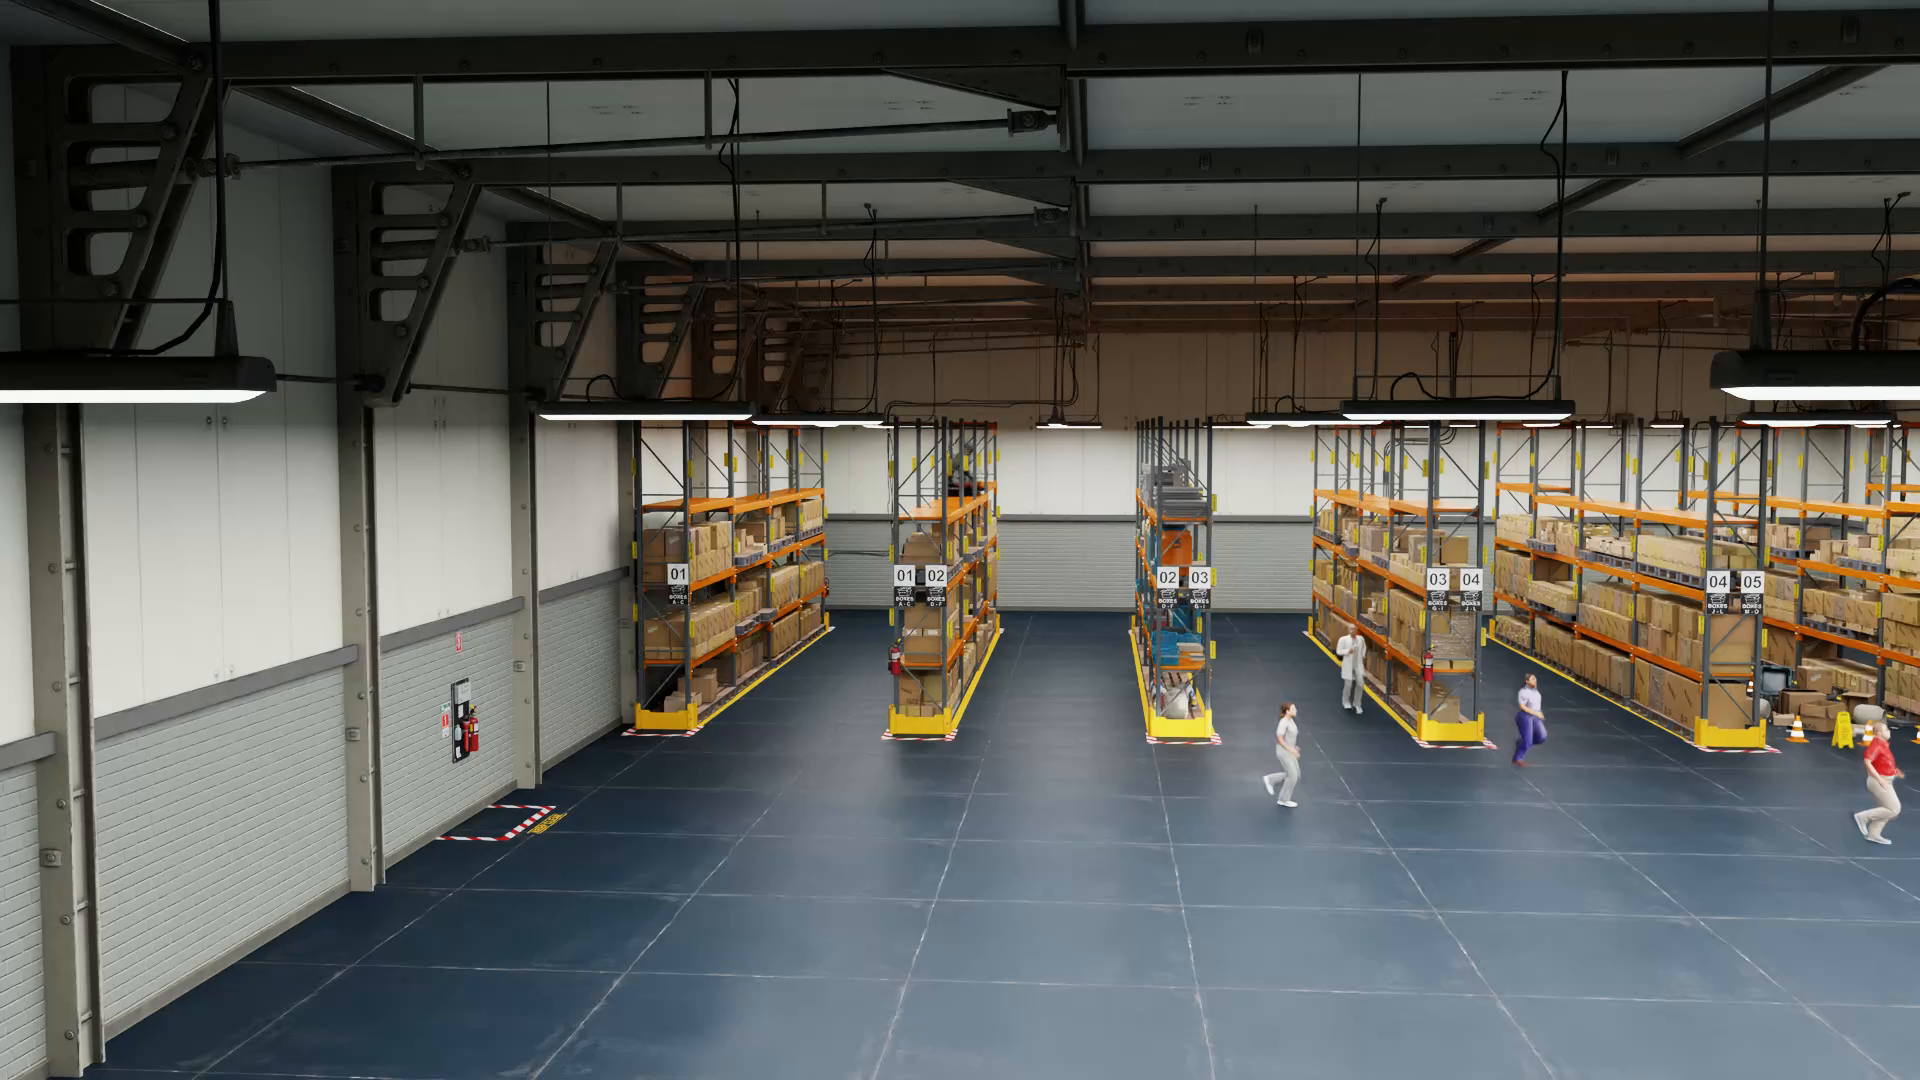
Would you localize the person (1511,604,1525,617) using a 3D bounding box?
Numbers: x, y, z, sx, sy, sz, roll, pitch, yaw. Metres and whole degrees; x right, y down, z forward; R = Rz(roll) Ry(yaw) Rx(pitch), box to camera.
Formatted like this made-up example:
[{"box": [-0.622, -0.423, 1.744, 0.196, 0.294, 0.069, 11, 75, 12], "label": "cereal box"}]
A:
[{"box": [16.020, 1.836, 47.386, 0.636, 1.598, 0.659, 2, 4, 28], "label": "person"}]

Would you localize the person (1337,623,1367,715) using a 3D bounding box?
[{"box": [8.003, 2.619, 33.899, 0.686, 1.837, 0.806, 0, 4, -3], "label": "person"}]

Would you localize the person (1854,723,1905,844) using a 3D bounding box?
[{"box": [12.788, 3.382, 23.113, 0.598, 1.688, 0.672, 2, 4, 30], "label": "person"}]

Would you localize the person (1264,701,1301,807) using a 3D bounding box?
[{"box": [4.929, 3.261, 25.443, 0.602, 1.619, 0.545, 2, 4, 25], "label": "person"}]

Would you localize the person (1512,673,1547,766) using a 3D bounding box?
[{"box": [9.774, 3.077, 28.457, 0.635, 1.598, 0.606, -3, 5, -41], "label": "person"}]
